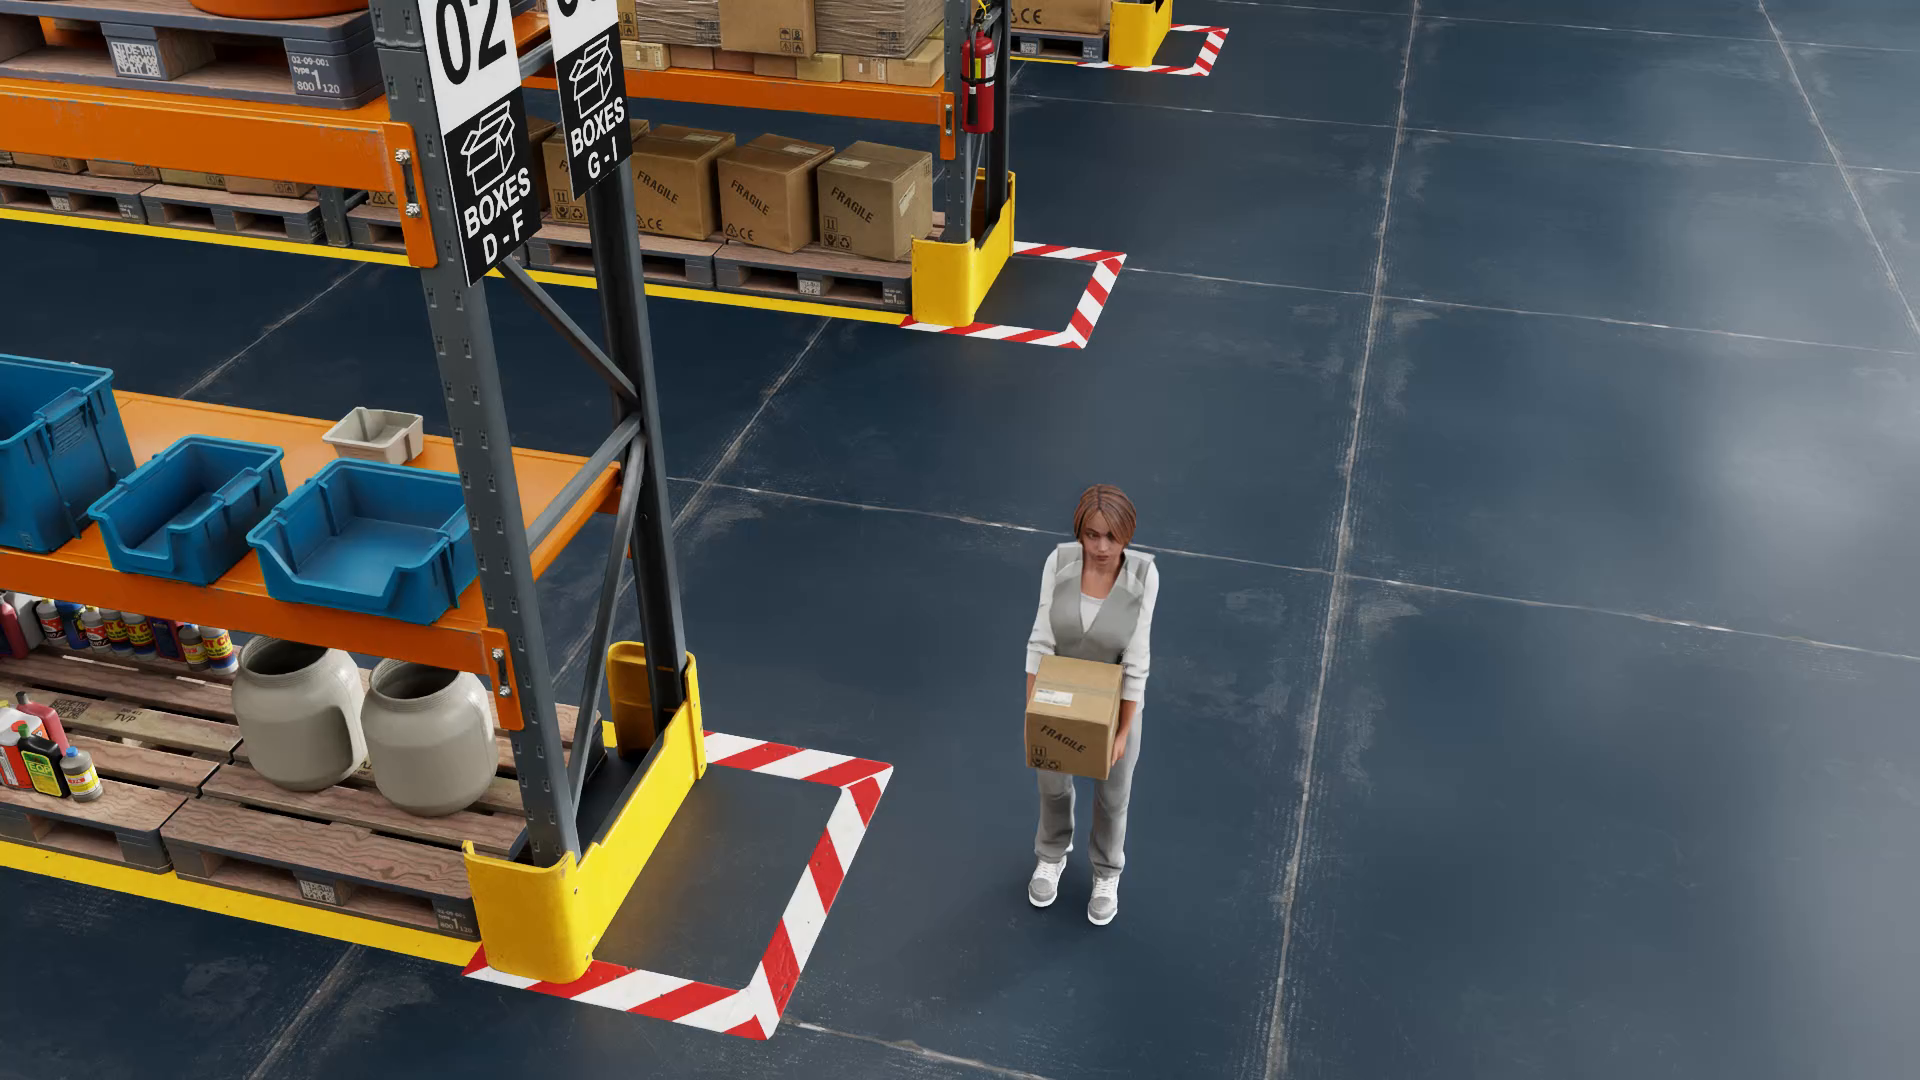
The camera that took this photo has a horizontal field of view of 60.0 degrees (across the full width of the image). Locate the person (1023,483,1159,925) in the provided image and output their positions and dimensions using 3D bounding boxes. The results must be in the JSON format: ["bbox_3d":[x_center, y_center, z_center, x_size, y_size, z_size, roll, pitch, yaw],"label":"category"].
[{"bbox_3d":[0.400,0.572,5.282,0.383,1.599,0.494,8,34,12],"label":"person"}]
